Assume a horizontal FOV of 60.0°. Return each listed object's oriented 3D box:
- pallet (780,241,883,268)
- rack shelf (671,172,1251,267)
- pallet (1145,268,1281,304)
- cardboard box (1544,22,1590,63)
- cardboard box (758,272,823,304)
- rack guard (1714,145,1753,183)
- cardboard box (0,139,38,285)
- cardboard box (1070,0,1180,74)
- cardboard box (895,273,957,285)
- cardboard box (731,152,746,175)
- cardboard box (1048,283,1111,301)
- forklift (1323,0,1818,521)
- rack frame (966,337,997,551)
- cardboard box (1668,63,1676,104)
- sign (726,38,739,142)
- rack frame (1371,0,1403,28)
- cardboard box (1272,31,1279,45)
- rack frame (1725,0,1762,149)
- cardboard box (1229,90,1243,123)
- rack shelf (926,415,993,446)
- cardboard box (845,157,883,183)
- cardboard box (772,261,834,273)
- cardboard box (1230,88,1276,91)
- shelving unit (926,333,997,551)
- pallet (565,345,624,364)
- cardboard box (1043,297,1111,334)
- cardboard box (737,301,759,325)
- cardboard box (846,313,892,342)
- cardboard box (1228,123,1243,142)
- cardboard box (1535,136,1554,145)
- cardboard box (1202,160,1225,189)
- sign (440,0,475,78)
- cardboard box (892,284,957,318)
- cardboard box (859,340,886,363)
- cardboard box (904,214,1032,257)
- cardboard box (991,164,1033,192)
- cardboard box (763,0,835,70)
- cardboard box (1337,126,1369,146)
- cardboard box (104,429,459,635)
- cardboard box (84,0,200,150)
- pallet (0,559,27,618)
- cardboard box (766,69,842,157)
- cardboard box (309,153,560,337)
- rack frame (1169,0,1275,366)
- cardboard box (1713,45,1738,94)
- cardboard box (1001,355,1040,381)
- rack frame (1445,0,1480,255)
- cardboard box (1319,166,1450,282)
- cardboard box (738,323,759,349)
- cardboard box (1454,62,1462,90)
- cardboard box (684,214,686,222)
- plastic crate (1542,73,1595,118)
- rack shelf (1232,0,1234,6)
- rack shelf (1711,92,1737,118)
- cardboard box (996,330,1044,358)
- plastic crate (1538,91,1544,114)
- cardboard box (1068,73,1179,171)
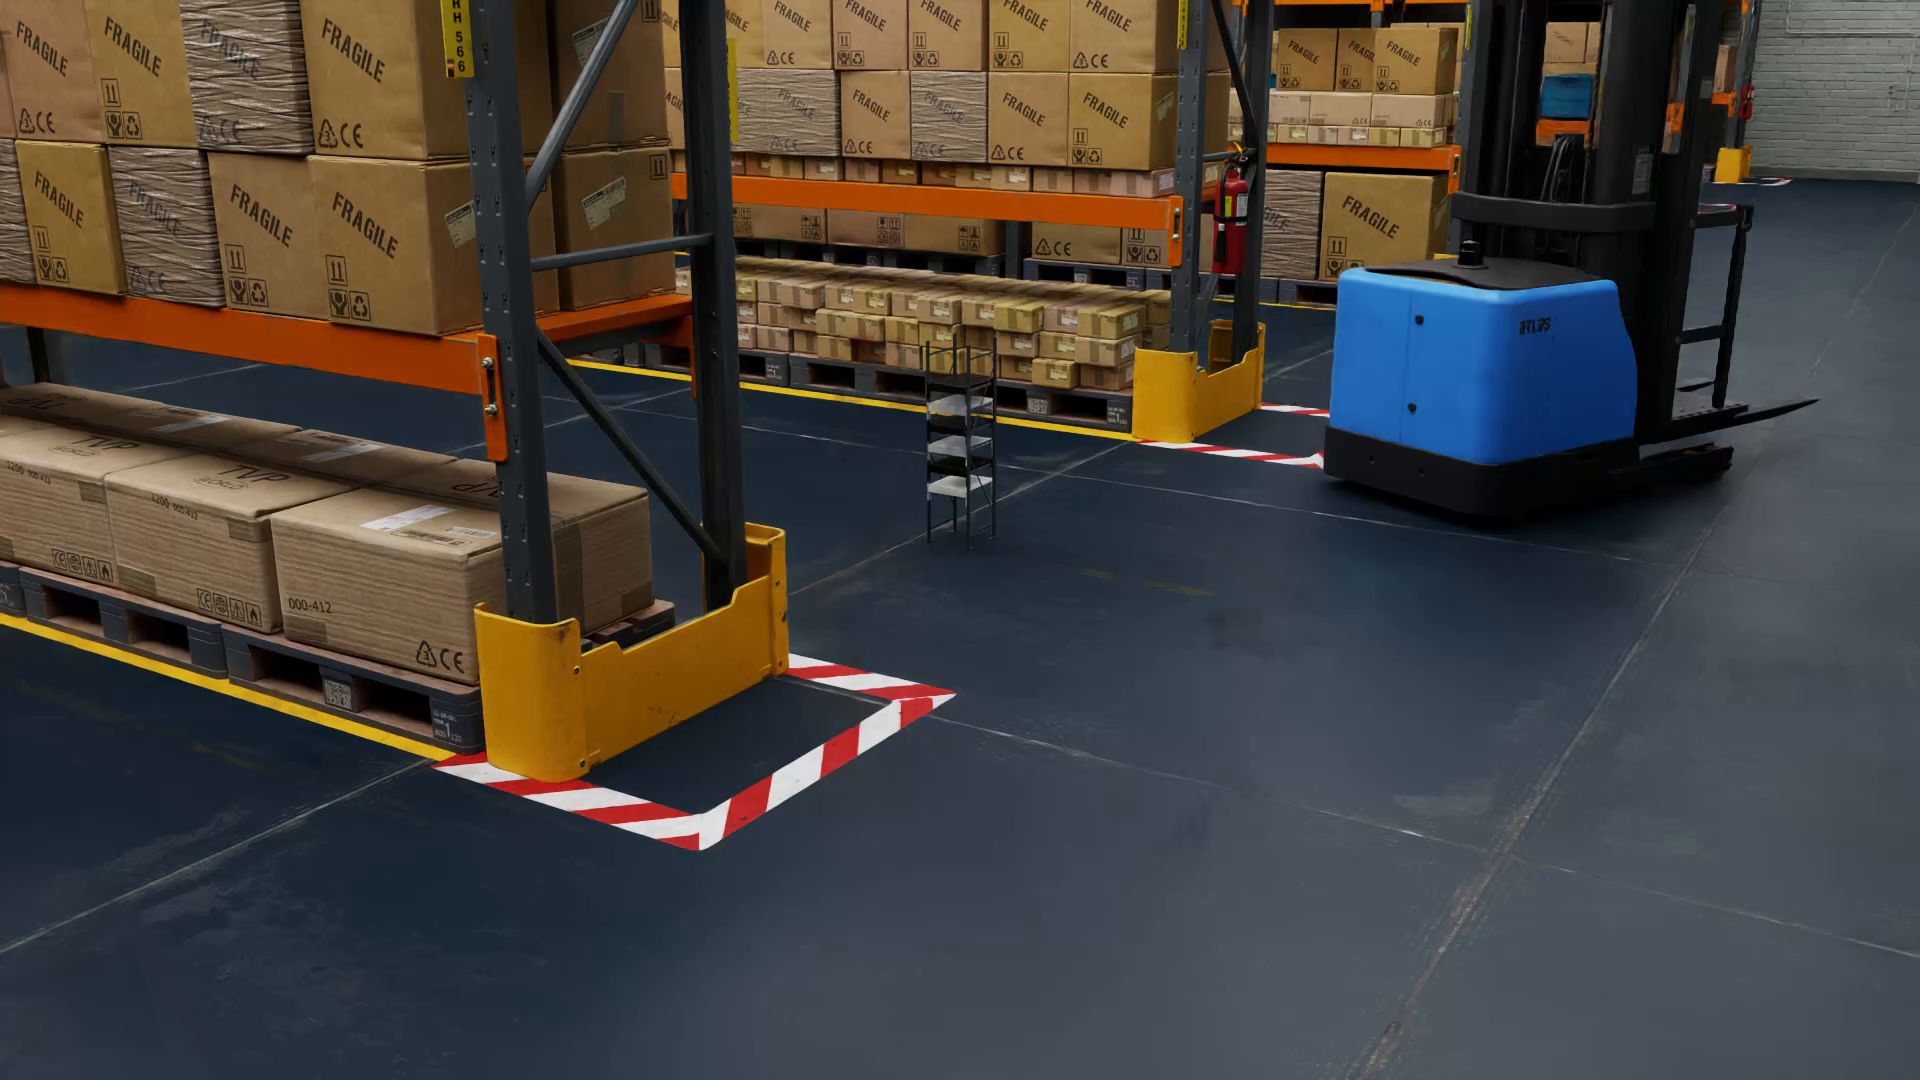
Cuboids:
[{"bbox_3d":[-1.016,-2.885,16.517,1.213,0.211,1.003,10,20,30],"label":"pallet"},{"bbox_3d":[-0.253,-2.074,10.286,4.000,0.370,1.077,10,20,30],"label":"rack shelf"},{"bbox_3d":[2.376,-2.281,14.527,1.213,0.211,1.003,10,20,30],"label":"pallet"},{"bbox_3d":[7.923,-6.460,21.596,0.500,0.500,0.500,11,20,32],"label":"cardboard box"},{"bbox_3d":[-1.093,-1.624,10.724,0.250,0.149,0.380,10,19,29],"label":"cardboard box"},{"bbox_3d":[11.931,-5.808,25.641,0.348,0.500,1.175,10,20,30],"label":"rack guard"},{"bbox_3d":[-3.351,-1.238,6.124,0.500,0.500,0.500,10,20,30],"label":"cardboard box"},{"bbox_3d":[0.931,-2.791,9.004,0.500,0.500,0.500,10,19,29],"label":"cardboard box"},{"bbox_3d":[-0.213,-1.609,10.677,0.250,0.149,0.380,10,20,30],"label":"cardboard box"},{"bbox_3d":[-1.373,-2.430,10.652,0.250,0.149,0.380,9,19,28],"label":"cardboard box"},{"bbox_3d":[0.737,-1.482,10.257,0.250,0.149,0.380,10,20,30],"label":"cardboard box"},{"bbox_3d":[3.302,-1.800,8.263,3.031,2.935,1.130,-11,20,-33],"label":"forklift"},{"bbox_3d":[0.094,-0.414,7.195,0.006,0.900,0.240,10,20,30],"label":"rack frame"},{"bbox_3d":[8.797,-5.829,21.237,0.500,0.500,0.500,11,20,32],"label":"cardboard box"},{"bbox_3d":[-0.757,-1.462,5.406,0.005,0.325,0.100,10,20,30],"label":"sign"},{"bbox_3d":[5.913,-6.389,23.252,0.127,3.000,1.000,10,20,30],"label":"rack frame"},{"bbox_3d":[5.370,-8.646,28.674,0.500,0.250,0.500,11,20,31],"label":"cardboard box"},{"bbox_3d":[11.910,-7.008,25.290,0.127,3.000,1.000,10,20,30],"label":"rack frame"},{"bbox_3d":[2.270,-3.639,13.945,0.500,0.250,0.500,10,20,30],"label":"cardboard box"},{"bbox_3d":[0.007,-0.484,7.230,0.200,0.077,0.258,10,20,30],"label":"rack shelf"},{"bbox_3d":[-0.486,-2.261,10.095,0.250,0.149,0.380,11,20,32],"label":"cardboard box"},{"bbox_3d":[-1.063,-1.789,11.270,0.250,0.149,0.380,10,20,30],"label":"cardboard box"},{"bbox_3d":[2.546,-3.770,14.379,0.500,0.250,0.500,10,19,29],"label":"cardboard box"},{"bbox_3d":[0.007,-0.429,7.246,0.210,0.900,0.258,10,20,30],"label":"shelving unit"},{"bbox_3d":[-2.621,-1.506,11.977,1.213,0.211,1.003,10,20,30],"label":"pallet"},{"bbox_3d":[0.684,-1.306,9.678,0.250,0.149,0.380,11,20,31],"label":"cardboard box"},{"bbox_3d":[-1.326,-1.523,10.905,0.250,0.149,0.380,10,20,30],"label":"cardboard box"},{"bbox_3d":[-0.497,-1.336,10.288,0.250,0.149,0.380,10,20,31],"label":"cardboard box"},{"bbox_3d":[2.355,-3.412,13.886,0.250,0.149,0.380,11,20,31],"label":"cardboard box"},{"bbox_3d":[9.512,-6.405,26.883,0.500,0.500,0.700,10,20,30],"label":"cardboard box"},{"bbox_3d":[1.347,-2.124,9.646,0.250,0.149,0.380,10,20,30],"label":"cardboard box"},{"bbox_3d":[-1.349,-1.408,4.456,0.005,0.325,0.100,10,20,30],"label":"sign"},{"bbox_3d":[-0.215,-1.464,10.197,0.250,0.149,0.380,9,19,28],"label":"cardboard box"},{"bbox_3d":[-0.424,-1.216,10.407,0.250,0.149,0.380,11,20,32],"label":"cardboard box"},{"bbox_3d":[0.169,-3.212,15.729,0.875,0.875,1.225,10,20,30],"label":"cardboard box"},{"bbox_3d":[0.382,-2.088,9.527,0.250,0.149,0.380,11,20,32],"label":"cardboard box"},{"bbox_3d":[-0.837,-3.103,10.031,0.500,0.500,0.500,10,20,31],"label":"cardboard box"},{"bbox_3d":[3.221,-3.257,13.376,0.250,0.149,0.380,10,20,30],"label":"cardboard box"},{"bbox_3d":[-2.452,-0.061,6.106,0.875,0.438,0.875,11,20,32],"label":"cardboard box"},{"bbox_3d":[-2.469,-1.562,5.469,0.500,0.500,0.500,10,20,30],"label":"cardboard box"},{"bbox_3d":[-3.854,-0.012,7.058,1.213,0.211,1.003,10,20,30],"label":"pallet"},{"bbox_3d":[-0.831,-2.616,10.149,0.500,0.500,0.500,10,19,29],"label":"cardboard box"},{"bbox_3d":[-1.602,-0.929,5.105,0.500,0.500,0.500,10,20,30],"label":"cardboard box"},{"bbox_3d":[1.452,-2.114,9.180,0.127,3.000,1.000,10,20,30],"label":"rack frame"},{"bbox_3d":[11.470,-7.226,25.493,0.700,0.700,0.980,11,20,33],"label":"cardboard box"},{"bbox_3d":[0.442,-1.055,9.876,0.250,0.149,0.380,10,20,30],"label":"cardboard box"},{"bbox_3d":[4.133,-3.327,13.174,0.127,3.000,1.000,10,20,30],"label":"rack frame"},{"bbox_3d":[3.546,-2.589,13.677,0.875,0.875,0.875,10,20,30],"label":"cardboard box"},{"bbox_3d":[-1.349,-1.359,10.877,0.250,0.149,0.380,10,20,30],"label":"cardboard box"},{"bbox_3d":[6.642,-6.214,22.506,0.500,0.500,0.500,11,20,31],"label":"cardboard box"},{"bbox_3d":[-3.265,-3.656,17.798,0.500,0.500,0.700,9,19,27],"label":"cardboard box"},{"bbox_3d":[6.342,-4.604,17.214,0.499,0.435,0.616,10,20,30],"label":"plastic crate"},{"bbox_3d":[1.613,-6.558,19.885,4.000,0.370,1.077,10,20,30],"label":"rack shelf"},{"bbox_3d":[10.206,-6.968,26.396,4.000,0.370,1.077,10,20,30],"label":"rack shelf"},{"bbox_3d":[0.409,-1.182,9.781,0.250,0.149,0.380,9,19,28],"label":"cardboard box"},{"bbox_3d":[6.126,-4.722,17.949,0.300,0.233,0.416,10,20,30],"label":"plastic crate"},{"bbox_3d":[0.934,-2.309,9.138,0.500,0.500,0.500,11,20,31],"label":"cardboard box"}]
